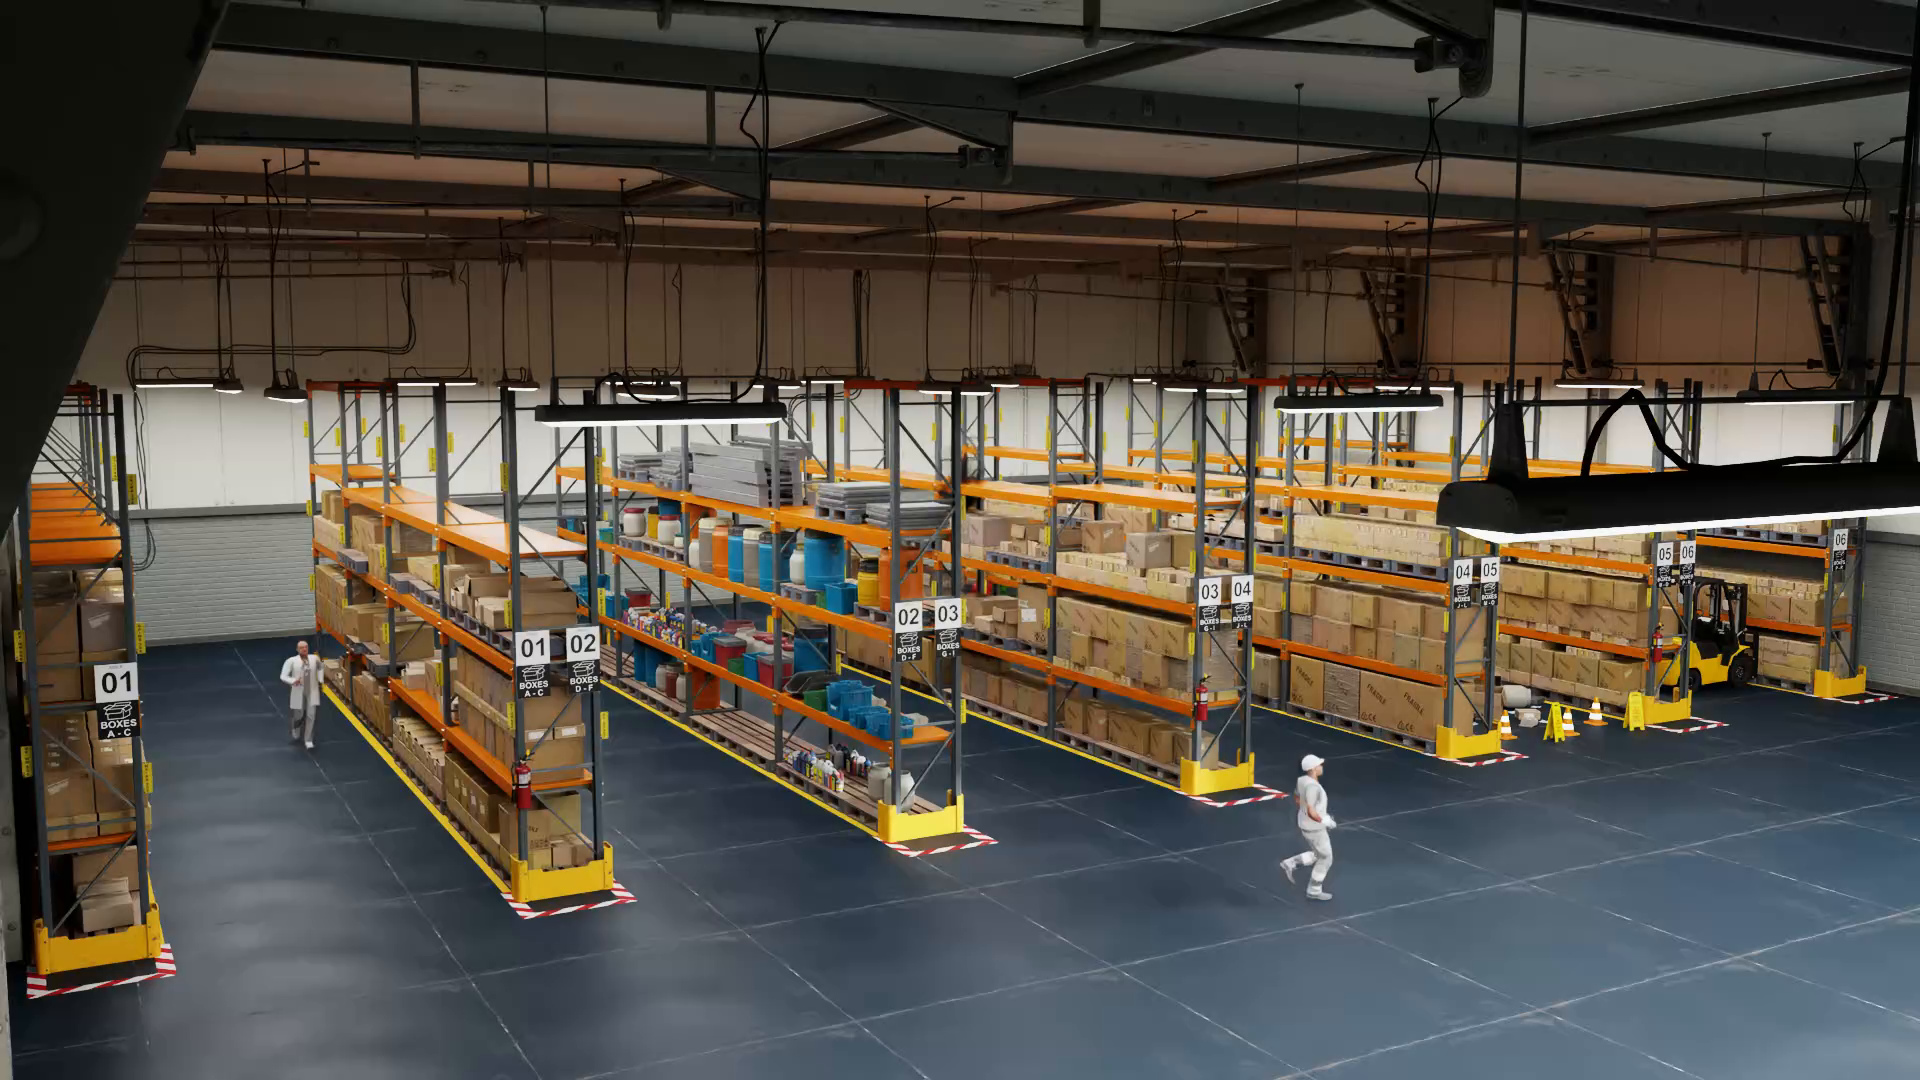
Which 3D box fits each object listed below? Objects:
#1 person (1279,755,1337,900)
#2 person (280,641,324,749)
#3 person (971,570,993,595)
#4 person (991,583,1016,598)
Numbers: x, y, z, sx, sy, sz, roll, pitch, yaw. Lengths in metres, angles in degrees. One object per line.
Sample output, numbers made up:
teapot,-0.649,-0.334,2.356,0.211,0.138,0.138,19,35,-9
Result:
person,4.103,3.390,19.608,0.615,1.745,0.656,0,6,-2
person,-10.858,2.532,27.516,0.718,1.746,0.834,-4,7,-34
person,0.537,1.543,37.167,0.650,1.774,0.748,-3,7,-28
person,1.061,0.959,42.387,0.780,1.747,0.663,-4,7,-35
